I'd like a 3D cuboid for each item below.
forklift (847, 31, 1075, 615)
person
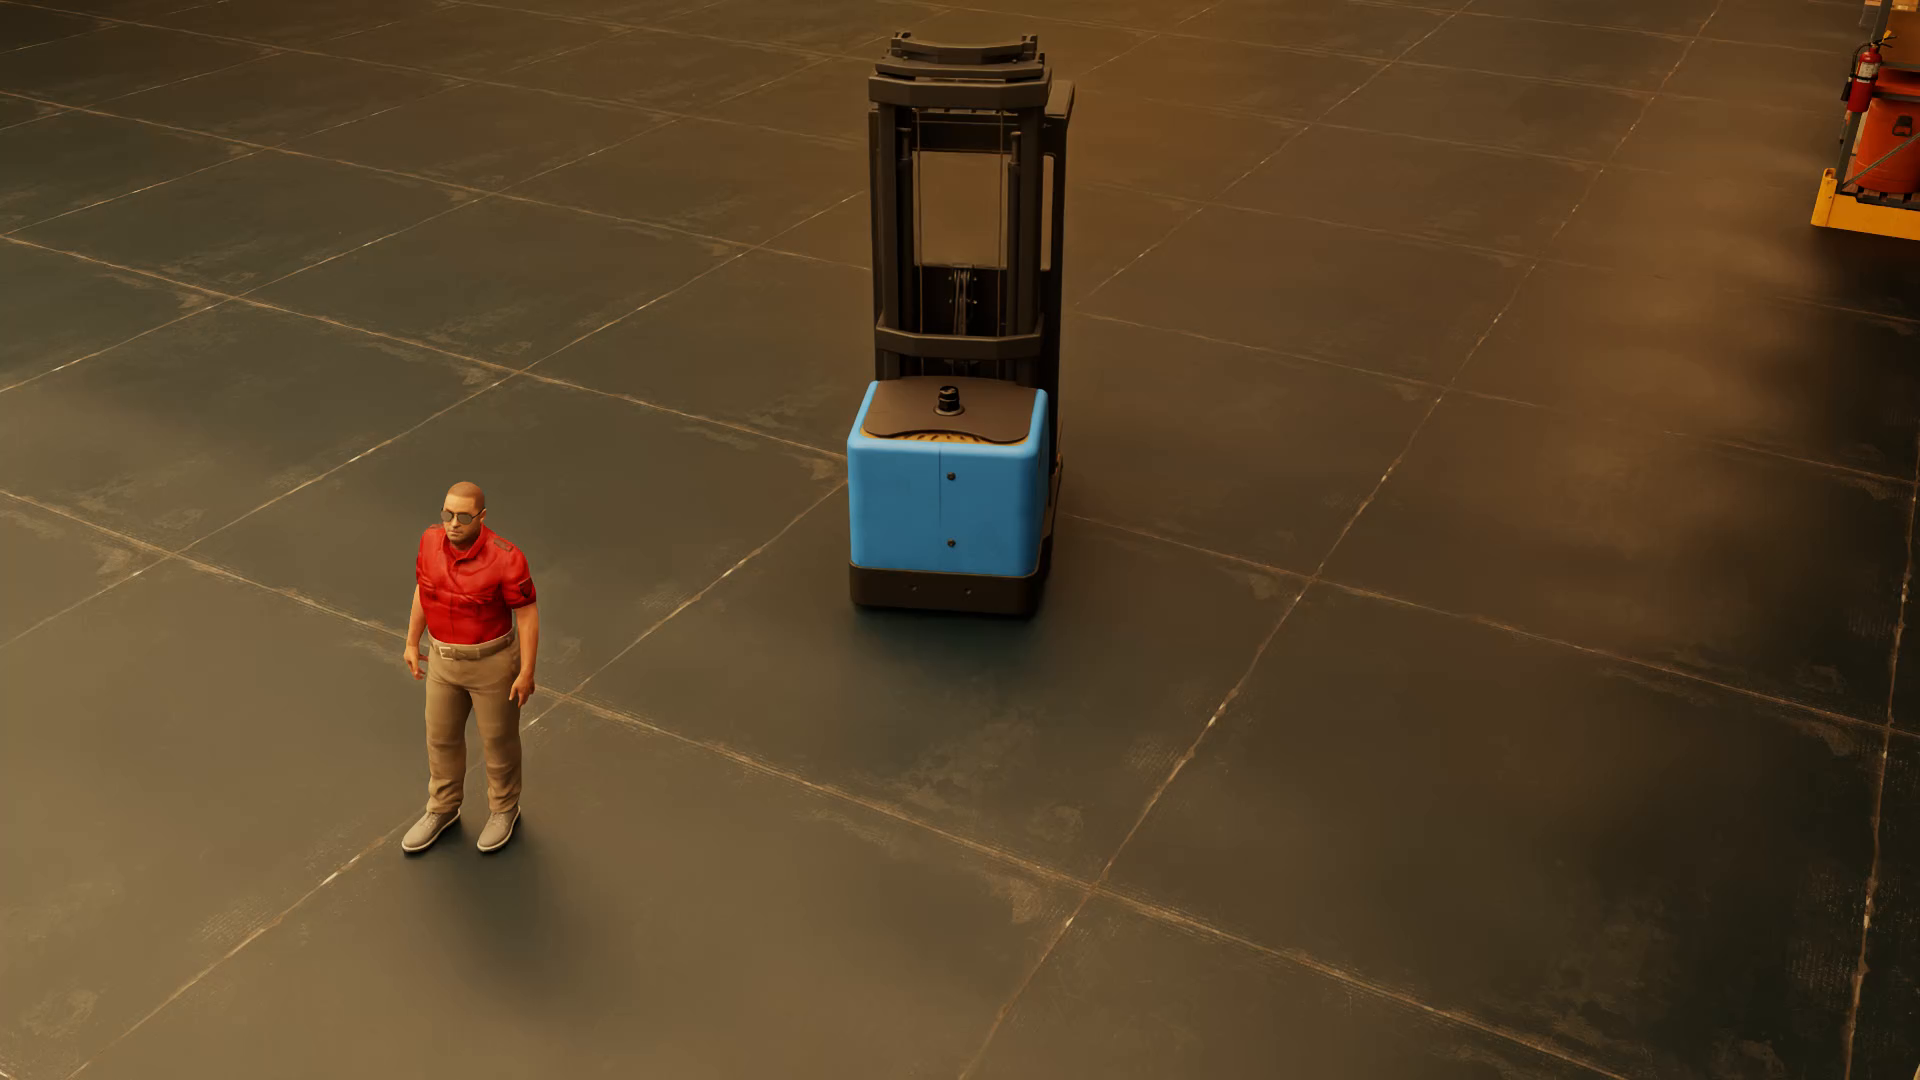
[{"bbox_3d":[0.072,-1.572,9.794,1.130,2.935,3.031,3,30,6],"label":"forklift"},{"bbox_3d":[-2.168,0.584,7.247,0.642,1.728,0.550,9,31,15],"label":"person"}]
